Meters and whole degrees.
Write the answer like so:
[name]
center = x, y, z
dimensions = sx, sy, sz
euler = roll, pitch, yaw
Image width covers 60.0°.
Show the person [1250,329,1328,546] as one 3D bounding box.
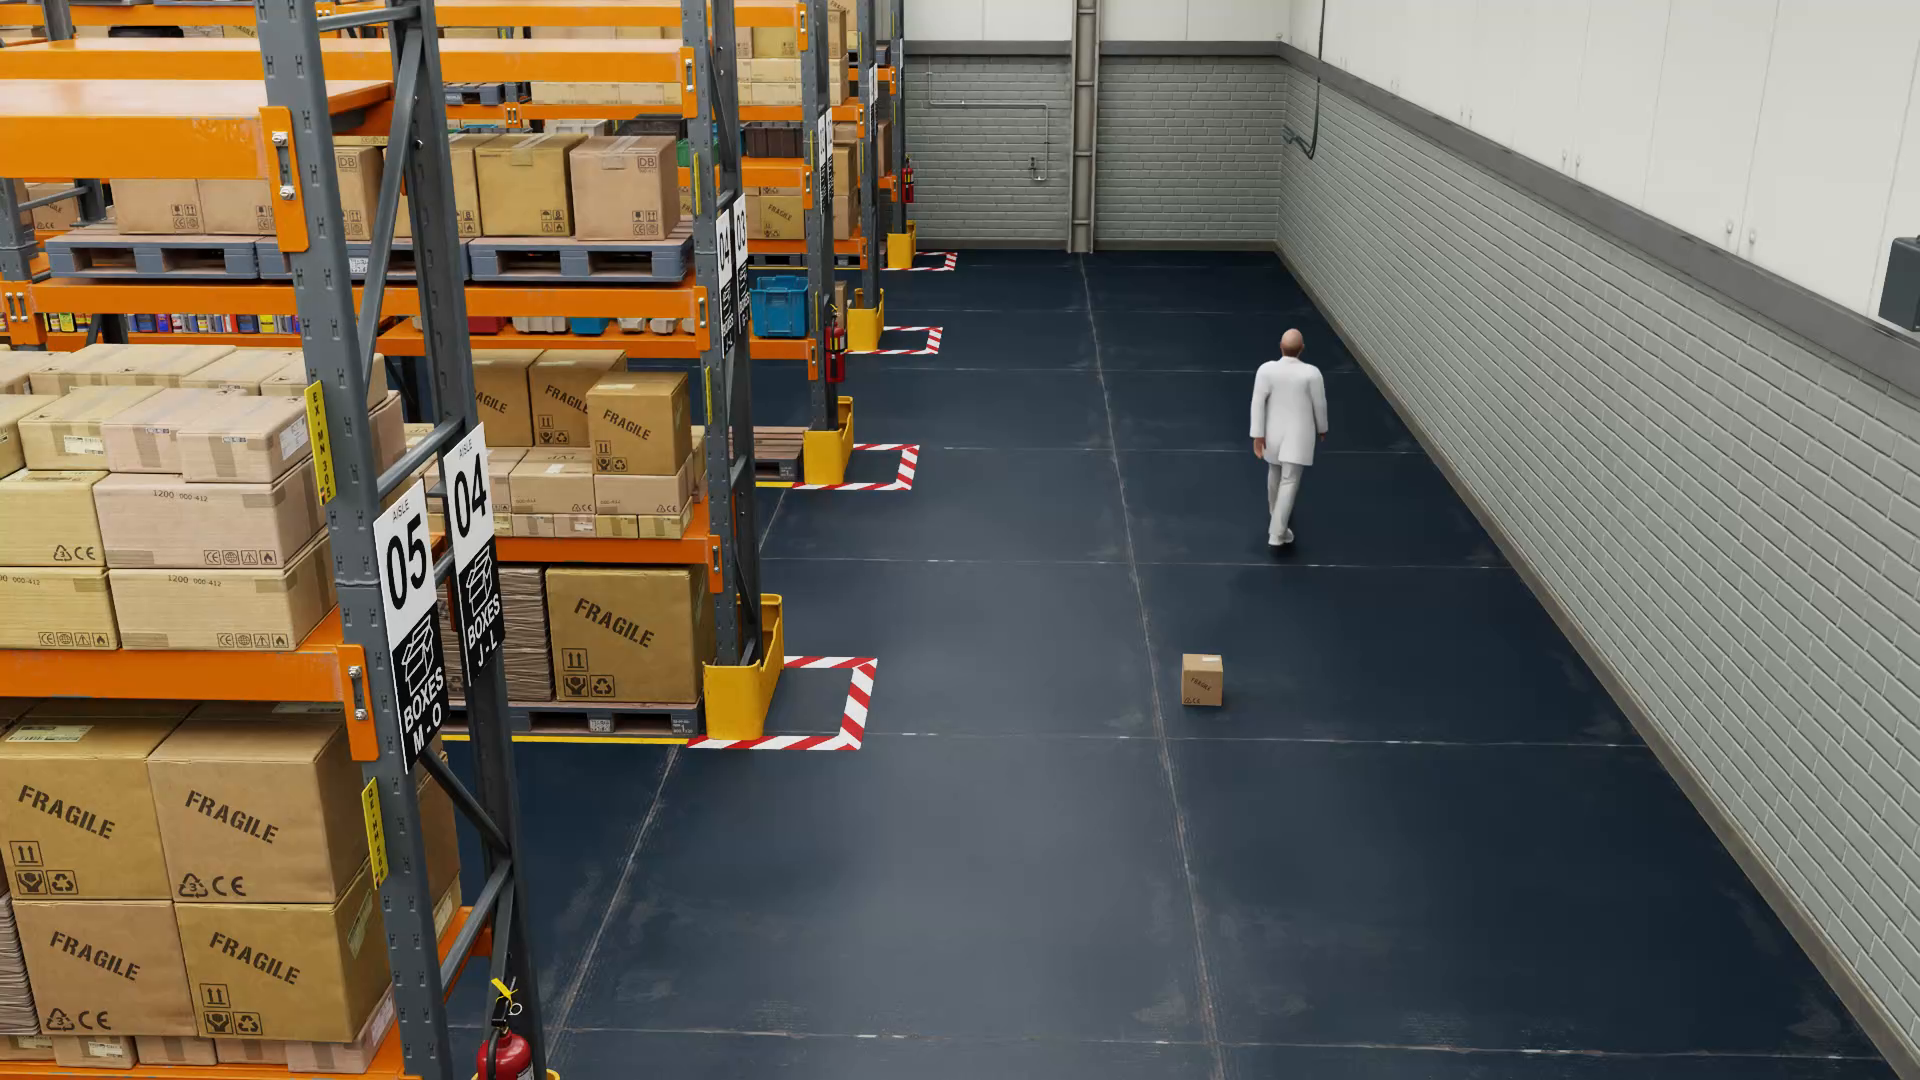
[person]
center = 2.671, -0.878, 13.443
dimensions = 0.574, 1.727, 1.102
euler = 10, 23, 24
